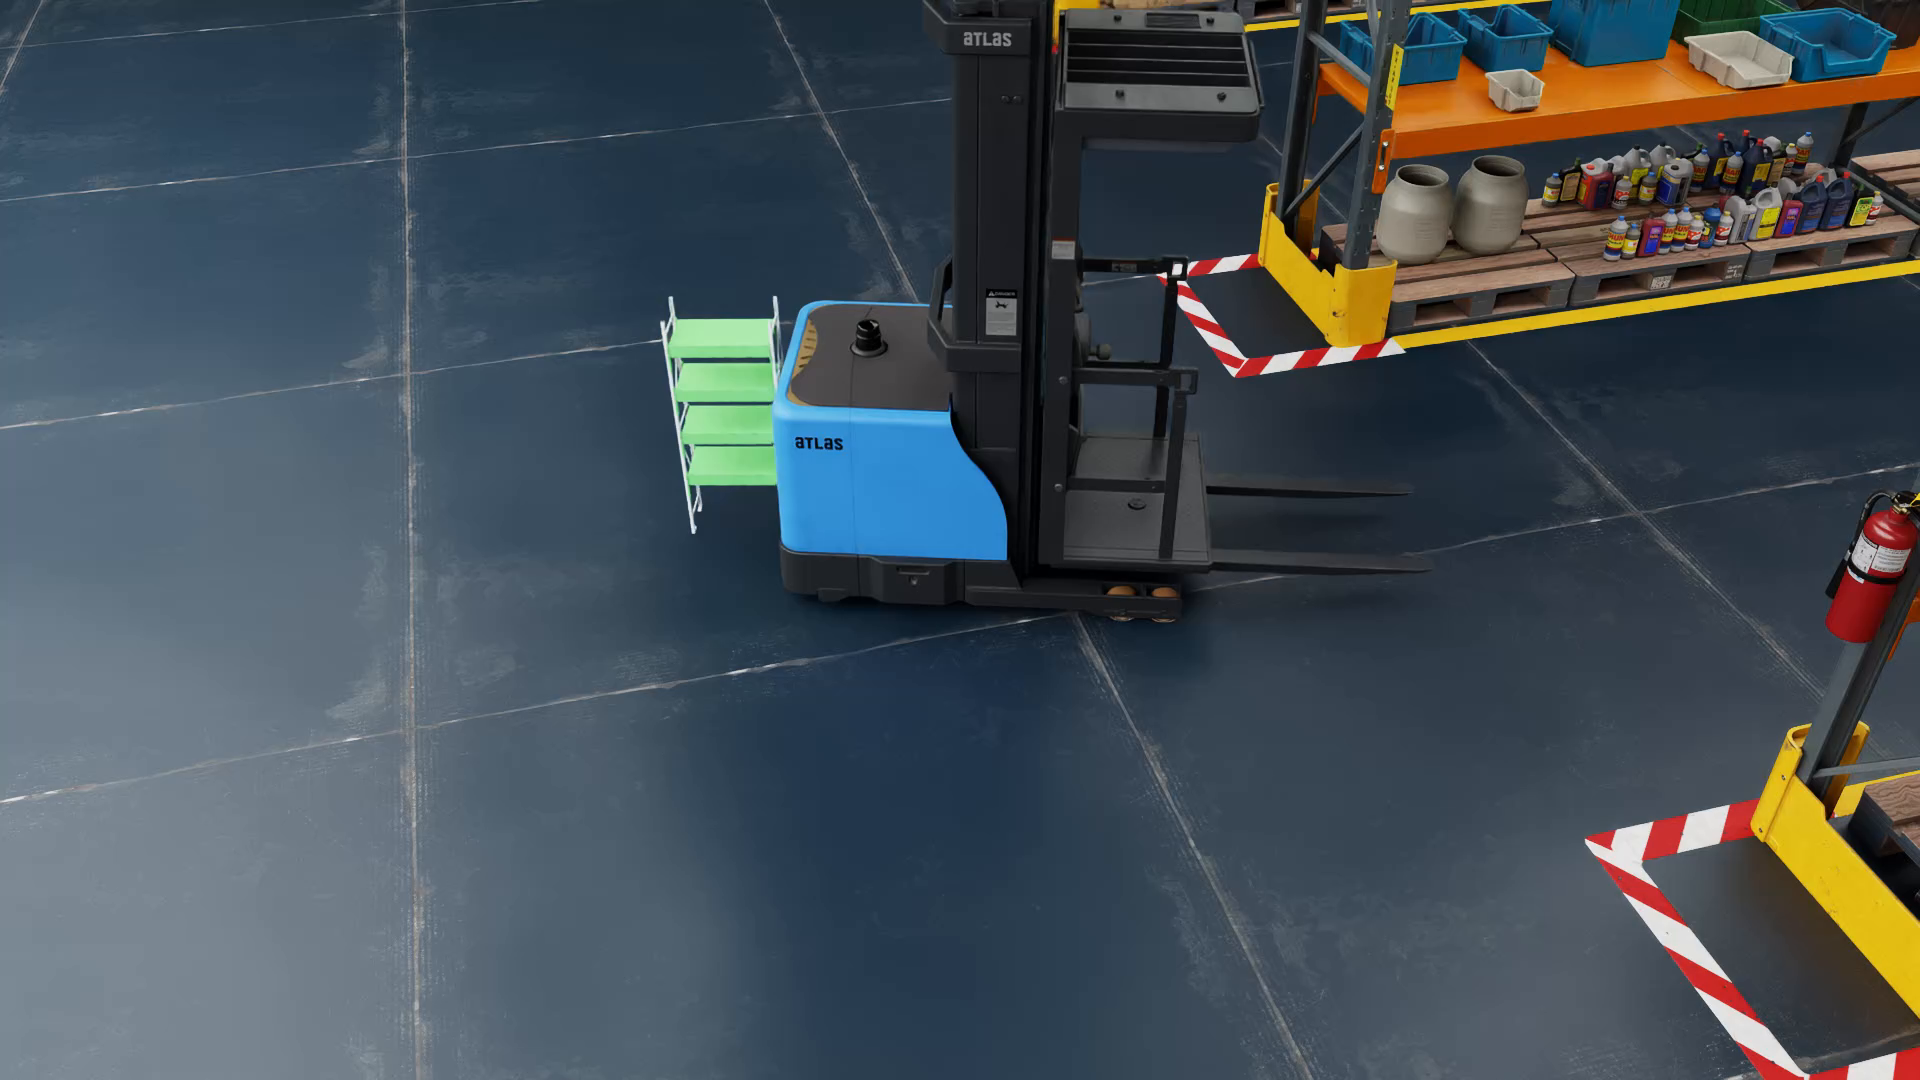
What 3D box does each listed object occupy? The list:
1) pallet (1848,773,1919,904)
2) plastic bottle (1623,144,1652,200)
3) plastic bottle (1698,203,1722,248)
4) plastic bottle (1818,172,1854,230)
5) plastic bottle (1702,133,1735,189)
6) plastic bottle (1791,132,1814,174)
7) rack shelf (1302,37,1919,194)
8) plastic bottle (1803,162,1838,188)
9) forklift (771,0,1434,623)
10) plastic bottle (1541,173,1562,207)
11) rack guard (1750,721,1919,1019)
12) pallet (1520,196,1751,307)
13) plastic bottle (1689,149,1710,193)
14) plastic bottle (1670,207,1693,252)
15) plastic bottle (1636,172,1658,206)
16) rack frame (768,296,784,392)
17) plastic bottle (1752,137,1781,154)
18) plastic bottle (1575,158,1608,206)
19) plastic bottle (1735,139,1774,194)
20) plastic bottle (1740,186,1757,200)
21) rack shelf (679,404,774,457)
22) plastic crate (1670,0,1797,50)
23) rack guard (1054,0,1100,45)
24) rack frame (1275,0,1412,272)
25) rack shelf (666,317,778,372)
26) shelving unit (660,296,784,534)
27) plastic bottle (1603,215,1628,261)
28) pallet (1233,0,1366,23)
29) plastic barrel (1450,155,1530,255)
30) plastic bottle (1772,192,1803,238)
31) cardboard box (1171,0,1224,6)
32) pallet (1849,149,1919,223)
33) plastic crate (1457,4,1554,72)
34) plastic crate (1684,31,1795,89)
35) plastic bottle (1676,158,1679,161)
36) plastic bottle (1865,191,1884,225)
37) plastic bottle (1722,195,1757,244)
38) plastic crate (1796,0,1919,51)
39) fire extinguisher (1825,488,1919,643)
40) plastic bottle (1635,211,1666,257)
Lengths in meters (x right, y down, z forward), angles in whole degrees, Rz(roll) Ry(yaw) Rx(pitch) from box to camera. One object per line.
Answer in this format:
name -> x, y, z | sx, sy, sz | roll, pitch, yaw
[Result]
pallet -> 4.289, 1.260, 6.409 | 1.213, 0.211, 1.003 | -9, 38, -12
plastic bottle -> 4.333, -2.378, 10.688 | 0.185, 0.351, 0.144 | -8, 38, -10
plastic bottle -> 4.585, -1.931, 10.168 | 0.097, 0.271, 0.097 | 0, 37, 0
plastic bottle -> 5.446, -2.118, 10.348 | 0.185, 0.351, 0.144 | -10, 39, -13
plastic bottle -> 4.923, -2.475, 10.814 | 0.185, 0.351, 0.144 | -11, 39, -14
plastic bottle -> 5.570, -2.565, 10.997 | 0.097, 0.271, 0.097 | 0, 37, 0
rack shelf -> 4.061, -2.664, 9.836 | 4.000, 0.370, 1.077 | -9, 38, -12
plastic bottle -> 5.408, -2.203, 10.459 | 0.185, 0.351, 0.144 | -9, 38, -12
forklift -> 0.701, -1.114, 7.274 | 3.031, 2.935, 1.130 | 2, 37, 3
plastic bottle -> 3.789, -2.245, 10.636 | 0.097, 0.201, 0.097 | 0, 37, 0
rack guard -> 3.495, 1.253, 6.180 | 0.348, 0.500, 1.175 | -9, 38, -12
pallet -> 4.153, -1.882, 10.516 | 1.213, 0.211, 1.003 | -9, 38, -12
plastic bottle -> 4.790, -2.398, 10.779 | 0.097, 0.271, 0.097 | 0, 37, 0
plastic bottle -> 4.390, -1.899, 10.126 | 0.097, 0.271, 0.097 | 0, 37, 0
plastic bottle -> 4.406, -2.255, 10.650 | 0.097, 0.201, 0.097 | 0, 37, 0
rack frame -> -0.847, -0.581, 7.983 | 0.015, 1.200, 0.240 | 0, 37, 2
plastic bottle -> 5.265, -2.499, 10.907 | 0.135, 0.276, 0.152 | -8, 38, -10
plastic bottle -> 4.040, -2.298, 10.644 | 0.135, 0.276, 0.152 | -9, 38, -12
plastic bottle -> 5.142, -2.420, 10.743 | 0.185, 0.351, 0.144 | -9, 38, -12
plastic bottle -> 4.897, -2.066, 10.335 | 0.133, 0.283, 0.061 | -9, 38, -12
rack shelf -> -1.089, -0.531, 8.031 | 0.480, 0.148, 0.258 | 0, 37, 2
plastic crate -> 4.608, -3.133, 10.031 | 0.662, 0.188, 0.450 | -9, 38, -12
rack guard -> 0.820, -4.543, 13.756 | 0.348, 0.500, 1.175 | -9, 38, -12
rack frame -> 2.131, -2.633, 9.203 | 0.127, 3.000, 1.000 | -9, 38, -12
rack shelf -> -1.100, -0.912, 7.740 | 0.480, 0.148, 0.258 | 0, 37, 2
shelving unit -> -1.091, -0.581, 7.992 | 0.503, 1.200, 0.258 | 0, 37, 2
plastic bottle -> 3.962, -1.829, 10.035 | 0.097, 0.271, 0.097 | 0, 37, 0
pallet -> 2.746, -4.769, 14.289 | 1.213, 0.211, 1.003 | -9, 38, -12
plastic barrel -> 3.230, -2.040, 10.130 | 0.421, 0.512, 0.421 | 0, 37, 0
plastic bottle -> 5.114, -2.011, 10.263 | 0.133, 0.283, 0.061 | -7, 38, -9
cardboard box -> 1.900, -4.650, 13.757 | 0.500, 0.250, 0.500 | -9, 38, -12
pallet -> 6.740, -2.306, 11.071 | 1.213, 0.211, 1.003 | -9, 38, -12
plastic crate -> 3.164, -2.928, 9.711 | 0.408, 0.251, 0.499 | -9, 38, -12
plastic crate -> 4.491, -2.756, 9.581 | 0.437, 0.136, 0.530 | -9, 38, -12
plastic bottle -> 4.643, -2.385, 10.819 | 0.097, 0.201, 0.097 | 0, 37, 0
plastic bottle -> 5.723, -2.090, 10.434 | 0.097, 0.201, 0.097 | 0, 37, 0
plastic bottle -> 4.791, -1.984, 10.233 | 0.135, 0.276, 0.152 | -9, 38, -11
plastic crate -> 5.454, -3.234, 10.039 | 0.504, 0.338, 0.767 | -9, 38, -12
fire extinguisher -> 3.191, 0.051, 5.758 | 0.183, 0.674, 0.296 | -9, 38, -12
plastic bottle -> 4.186, -1.859, 10.064 | 0.133, 0.283, 0.061 | -9, 38, -11
